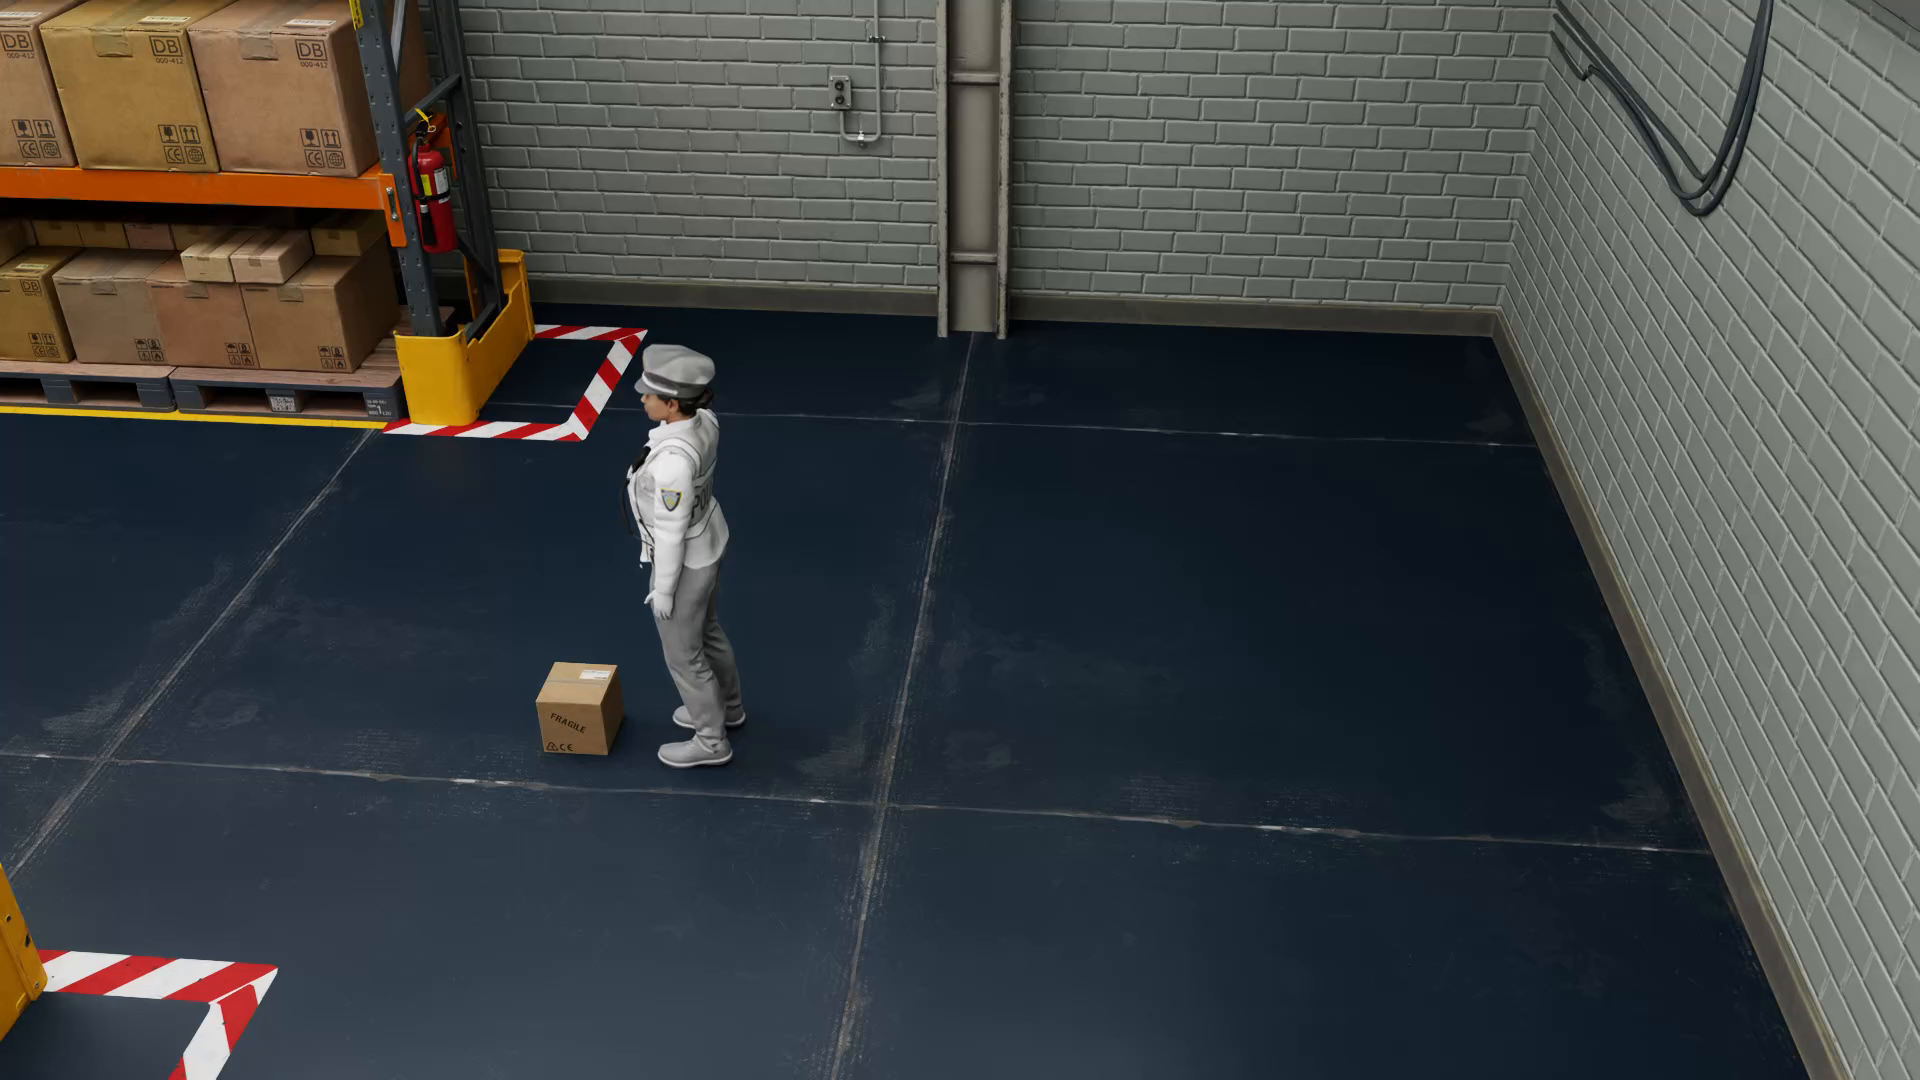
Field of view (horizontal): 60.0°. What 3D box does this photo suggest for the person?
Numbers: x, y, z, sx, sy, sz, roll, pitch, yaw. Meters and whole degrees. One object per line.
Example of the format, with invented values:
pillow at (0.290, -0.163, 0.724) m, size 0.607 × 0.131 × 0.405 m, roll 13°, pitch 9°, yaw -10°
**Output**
person at (-0.996, 0.076, 6.000) m, size 0.345 × 1.681 × 0.469 m, roll 3°, pitch 32°, yaw 5°
